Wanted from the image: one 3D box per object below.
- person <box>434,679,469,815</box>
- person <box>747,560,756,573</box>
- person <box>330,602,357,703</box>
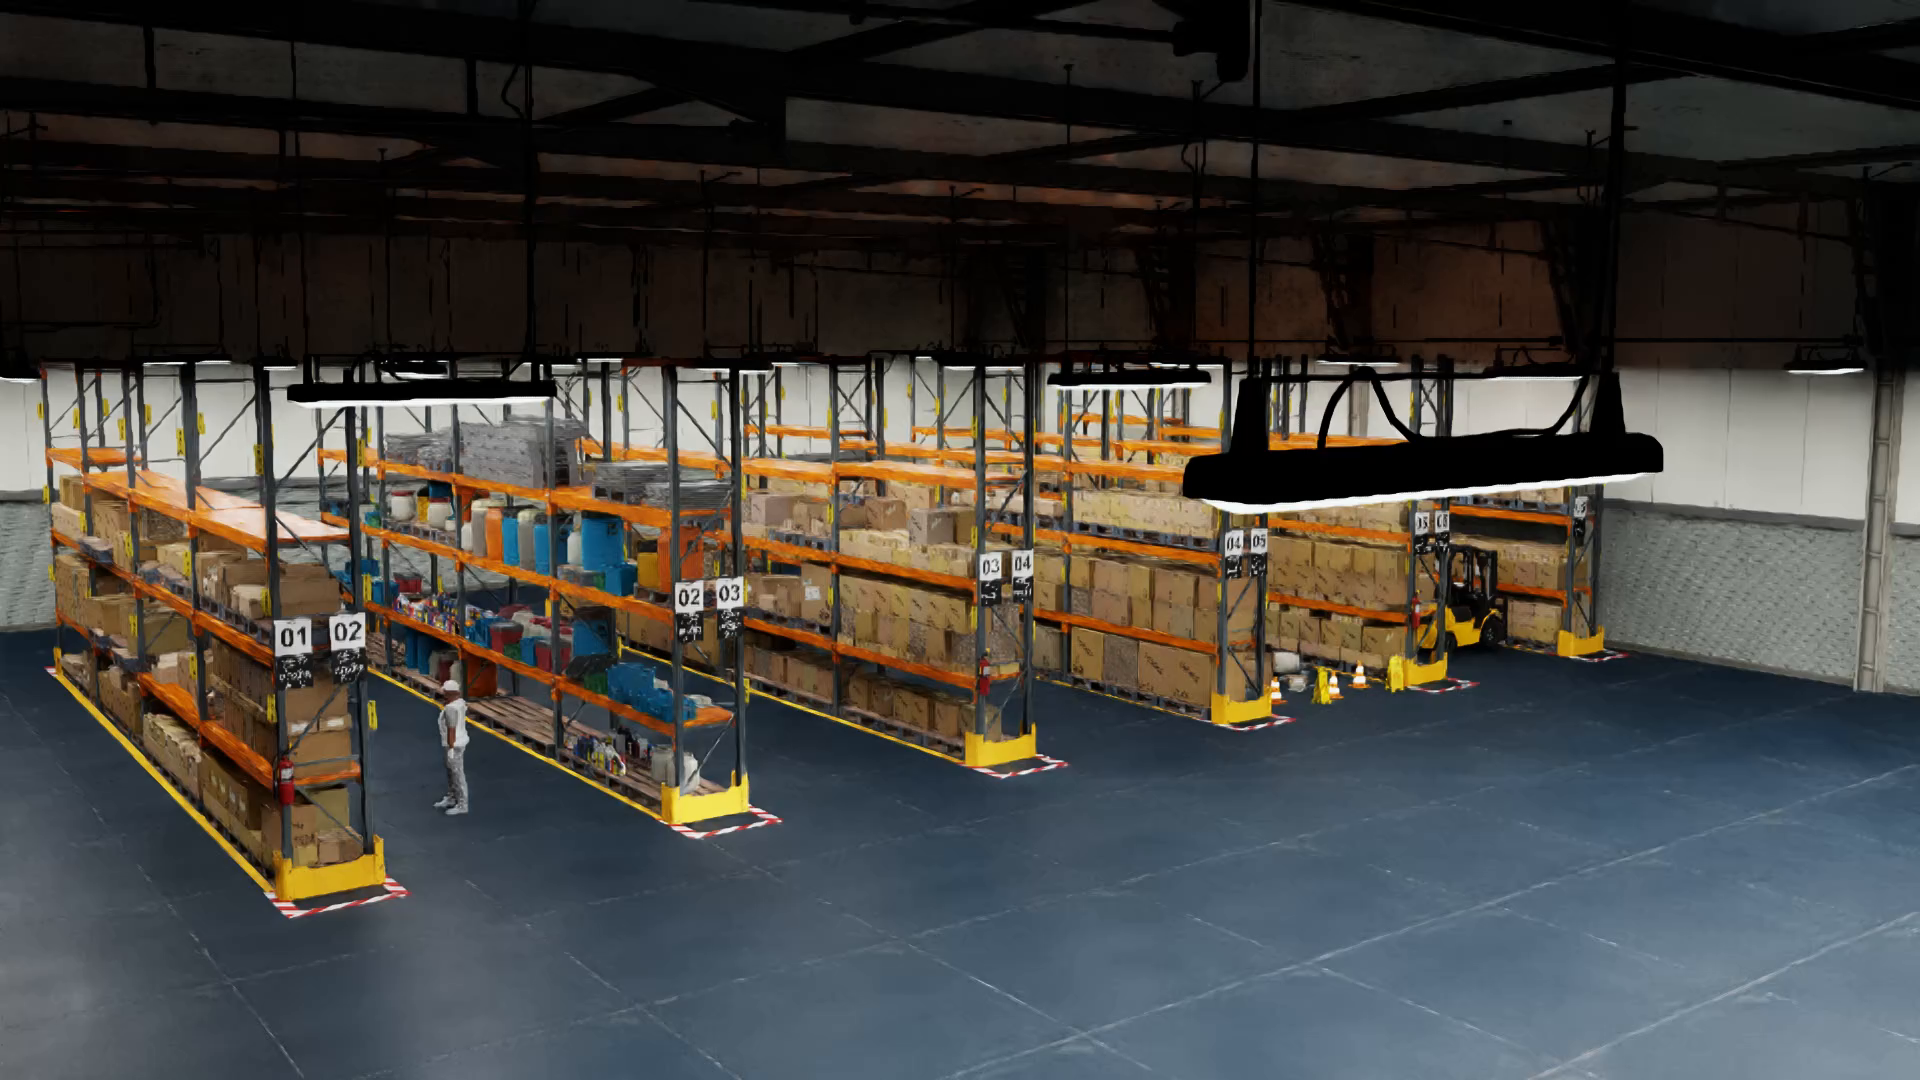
[{"bbox_3d":[-6.850,2.756,22.321,0.493,1.785,0.616,-1,7,-6],"label":"person"},{"bbox_3d":[-4.642,1.189,36.509,0.416,1.525,1.034,-5,9,-37],"label":"person"},{"bbox_3d":[-10.782,1.944,29.044,0.605,1.789,0.451,3,8,24],"label":"person"}]
